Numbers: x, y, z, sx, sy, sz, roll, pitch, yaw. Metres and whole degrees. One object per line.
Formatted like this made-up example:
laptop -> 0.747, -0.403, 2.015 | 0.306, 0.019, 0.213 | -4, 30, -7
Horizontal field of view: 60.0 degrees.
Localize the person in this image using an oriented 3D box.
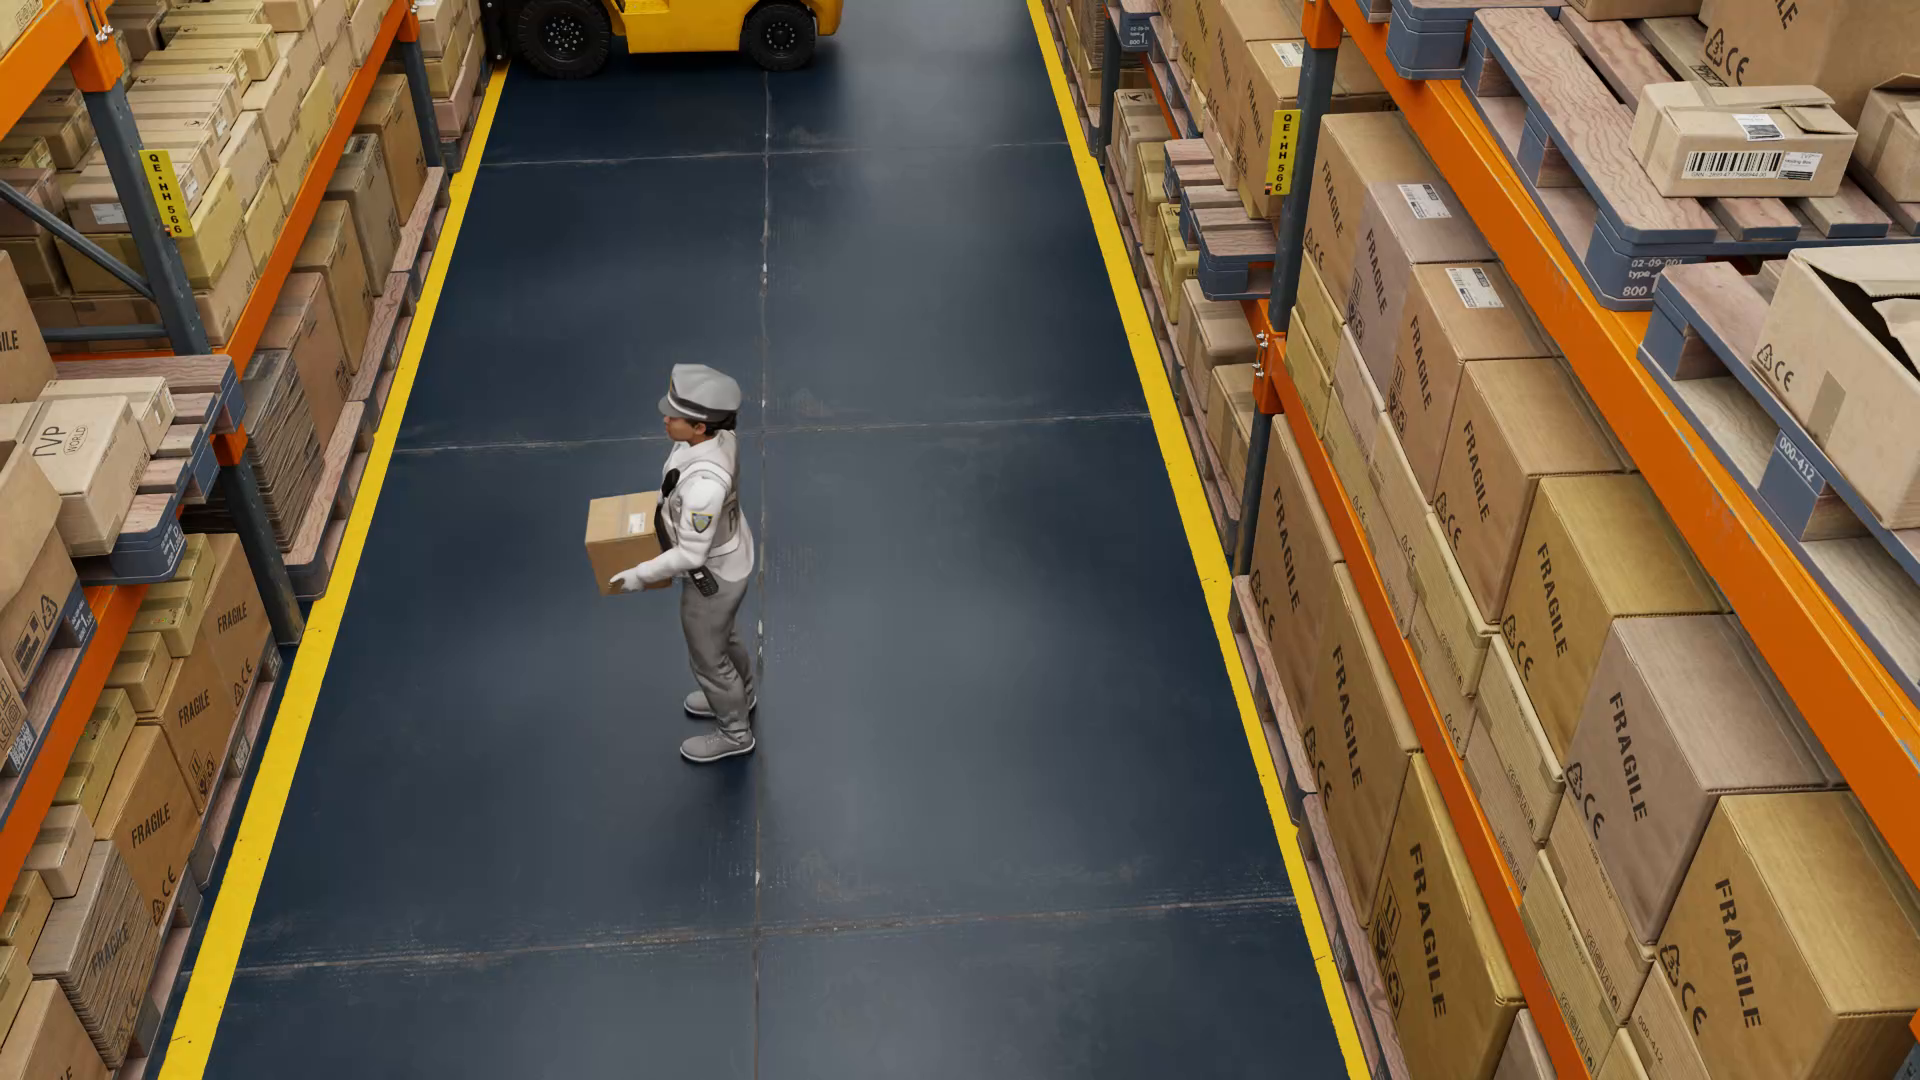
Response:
person -> -0.985, 0.100, 6.007 | 0.517, 1.692, 0.482 | -3, 39, -4
